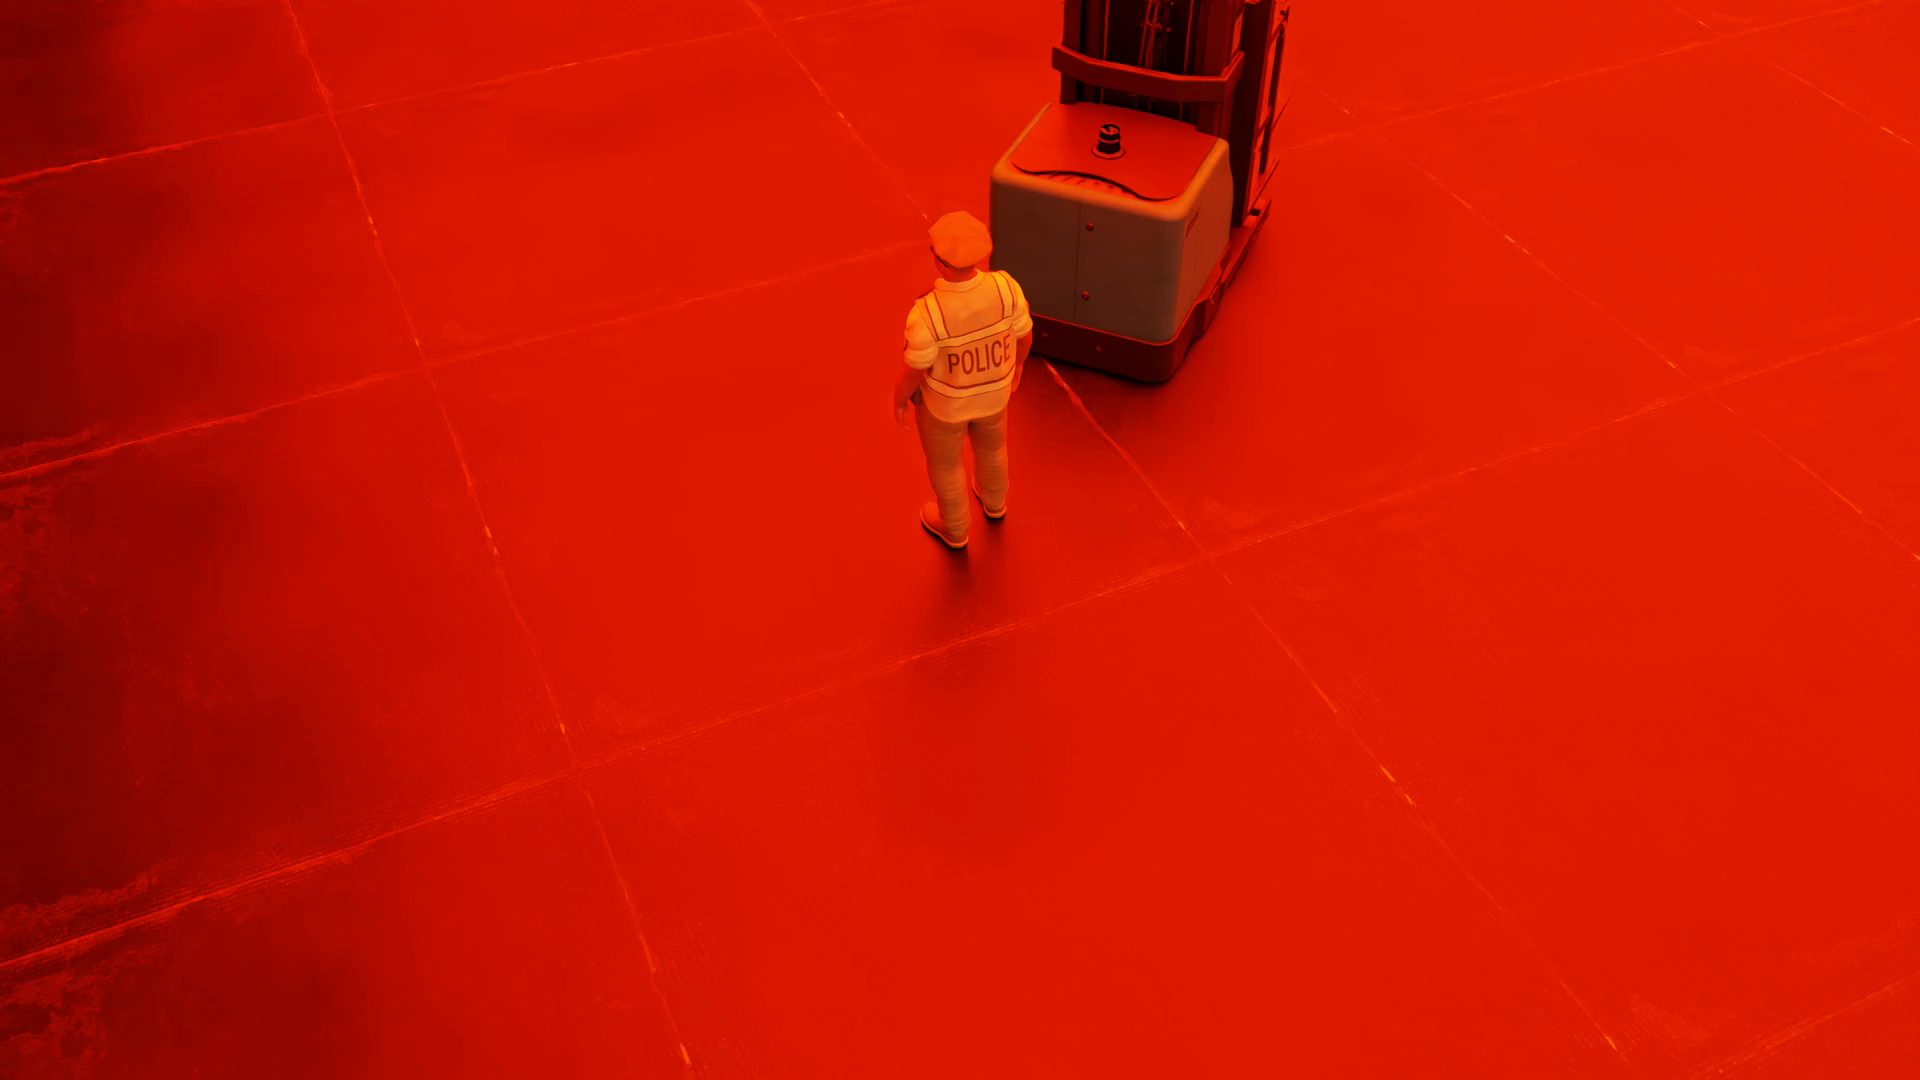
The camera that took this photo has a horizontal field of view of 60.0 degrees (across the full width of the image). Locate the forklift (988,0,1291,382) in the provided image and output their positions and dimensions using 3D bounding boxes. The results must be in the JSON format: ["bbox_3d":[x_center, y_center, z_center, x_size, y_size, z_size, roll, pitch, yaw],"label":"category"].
[{"bbox_3d":[1.184,-2.901,8.788,1.130,2.935,3.031,16,45,17],"label":"forklift"}]

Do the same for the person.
[{"bbox_3d":[-0.022,-0.708,7.270,0.640,1.781,0.575,-18,46,-18],"label":"person"}]
